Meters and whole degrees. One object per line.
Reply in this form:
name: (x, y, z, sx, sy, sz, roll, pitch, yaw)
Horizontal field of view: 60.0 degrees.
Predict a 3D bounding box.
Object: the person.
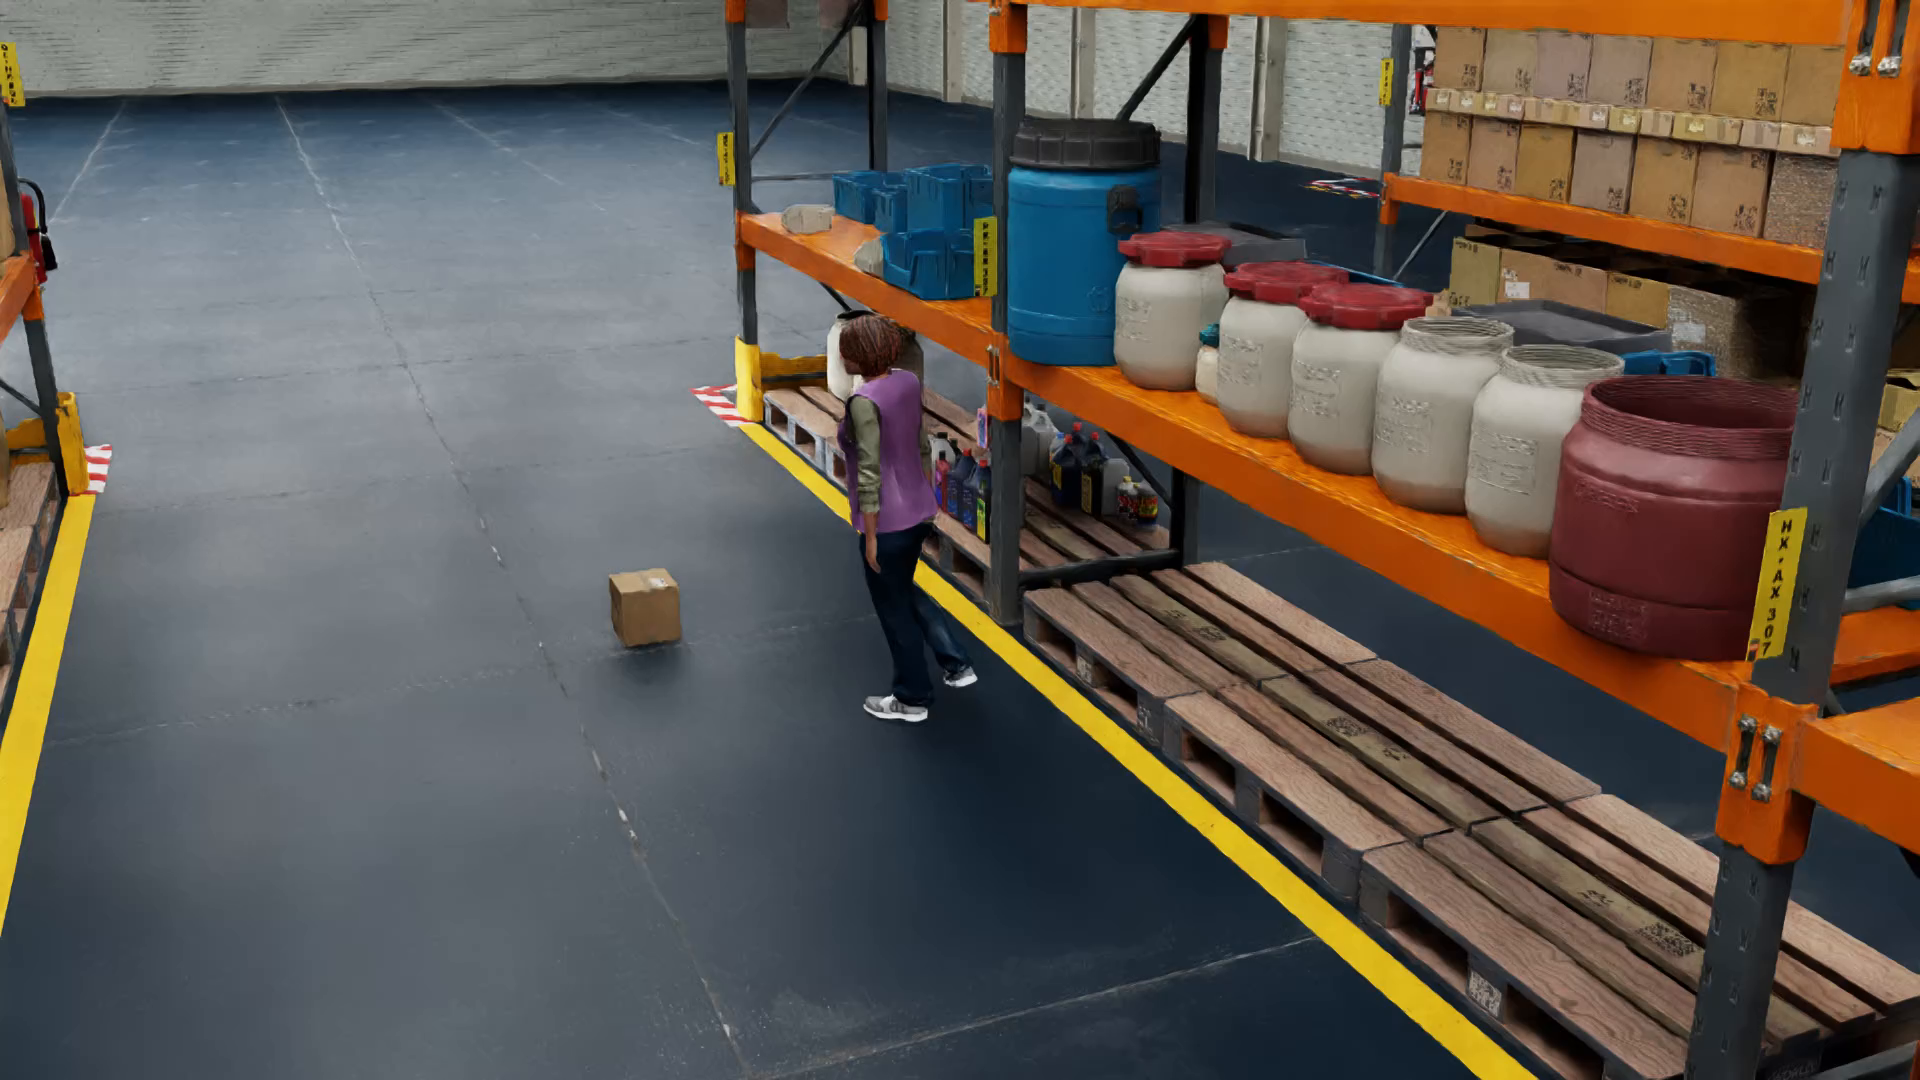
person: (-0.191, -0.056, 6.237, 0.488, 1.592, 0.475, 10, 22, 27)
